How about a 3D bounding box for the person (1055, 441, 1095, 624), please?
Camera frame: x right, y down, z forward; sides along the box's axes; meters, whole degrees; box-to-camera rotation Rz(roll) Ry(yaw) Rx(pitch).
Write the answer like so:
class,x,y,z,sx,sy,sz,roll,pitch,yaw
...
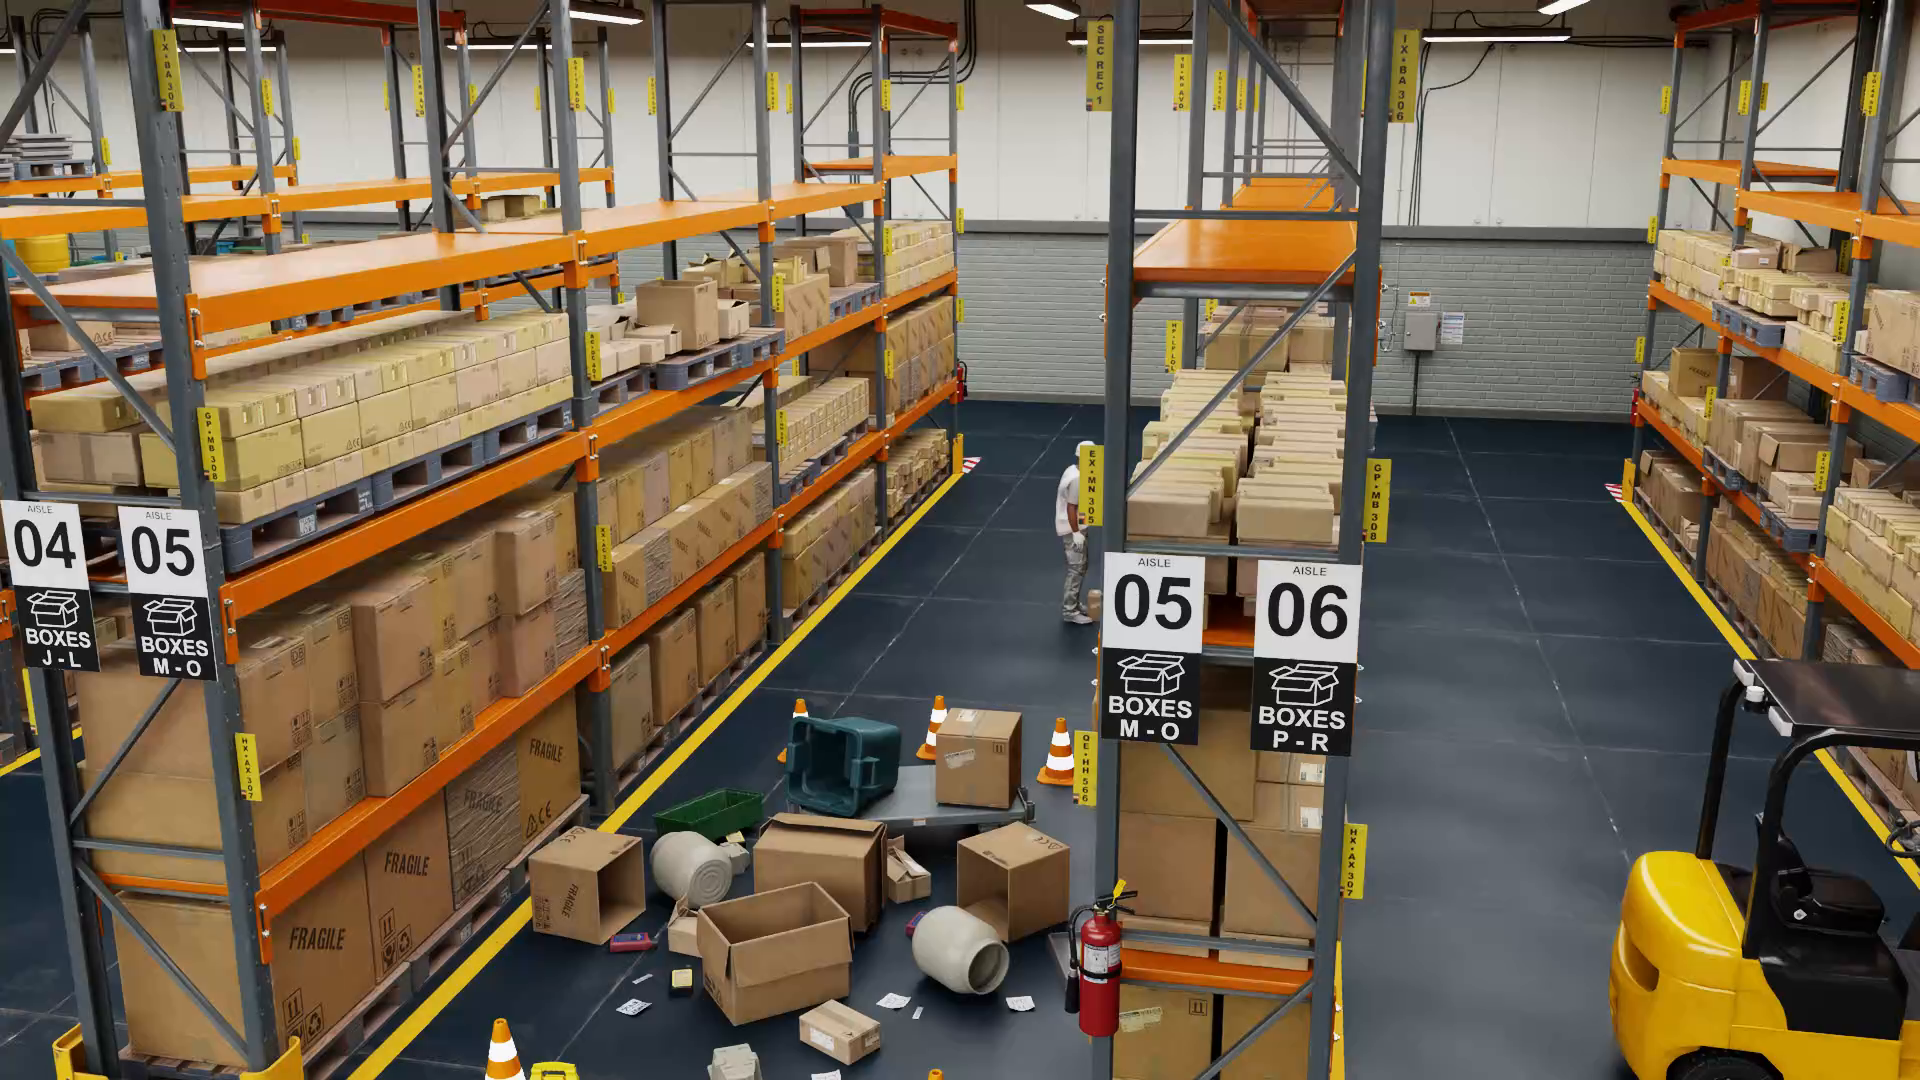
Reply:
class,x,y,z,sx,sy,sz,roll,pitch,yaw
person,1.166,-0.094,16.355,0.451,1.772,0.619,2,15,8
